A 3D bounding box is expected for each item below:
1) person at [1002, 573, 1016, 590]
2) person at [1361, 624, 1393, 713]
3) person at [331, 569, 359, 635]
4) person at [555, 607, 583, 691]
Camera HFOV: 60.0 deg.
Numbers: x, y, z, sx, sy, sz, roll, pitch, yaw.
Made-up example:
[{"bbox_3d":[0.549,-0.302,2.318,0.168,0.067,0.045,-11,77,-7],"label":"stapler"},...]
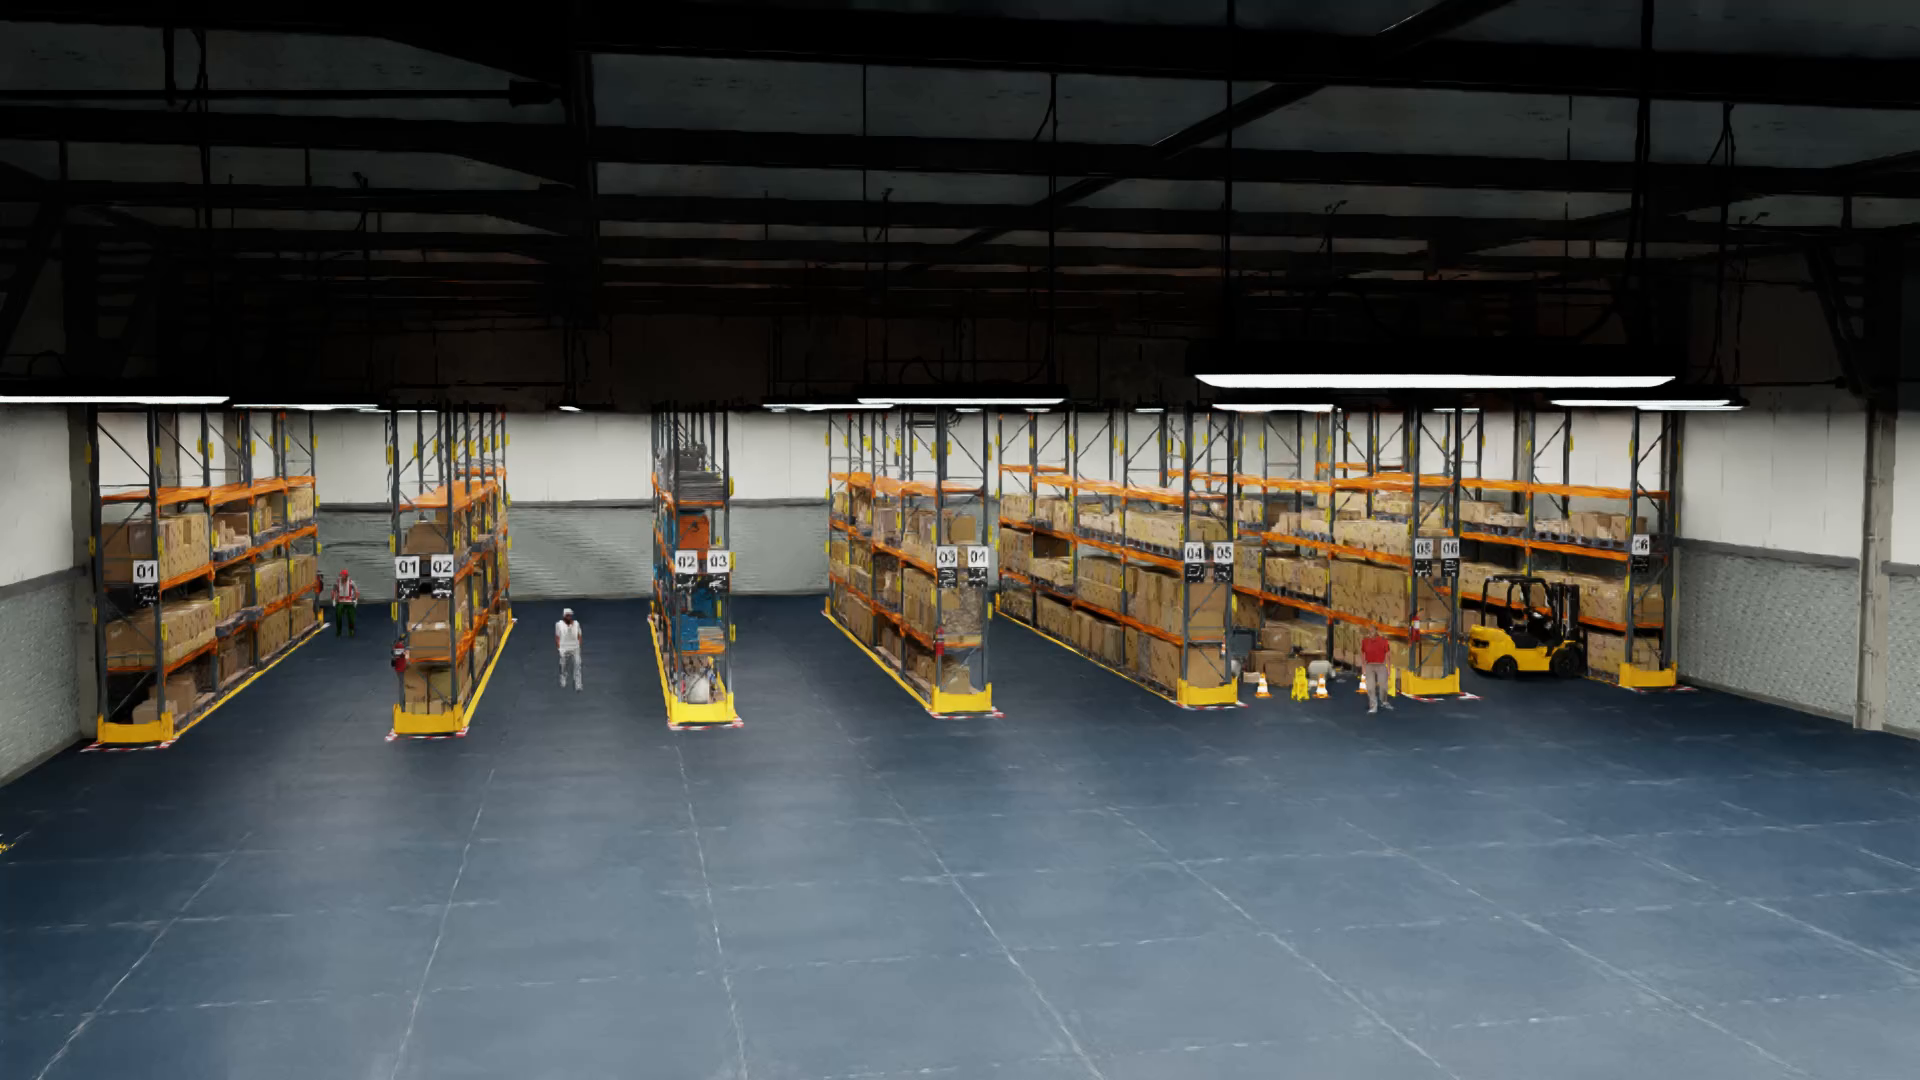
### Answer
[{"bbox_3d":[1.475,1.134,49.769,0.373,1.663,0.577,-4,6,-41],"label":"person"},{"bbox_3d":[8.031,2.457,32.010,0.600,1.713,0.568,2,5,24],"label":"person"},{"bbox_3d":[-15.947,1.614,43.123,0.677,1.741,0.552,-1,4,-13],"label":"person"},{"bbox_3d":[-8.112,2.254,34.460,0.554,1.724,1.031,-2,5,-20],"label":"person"}]
